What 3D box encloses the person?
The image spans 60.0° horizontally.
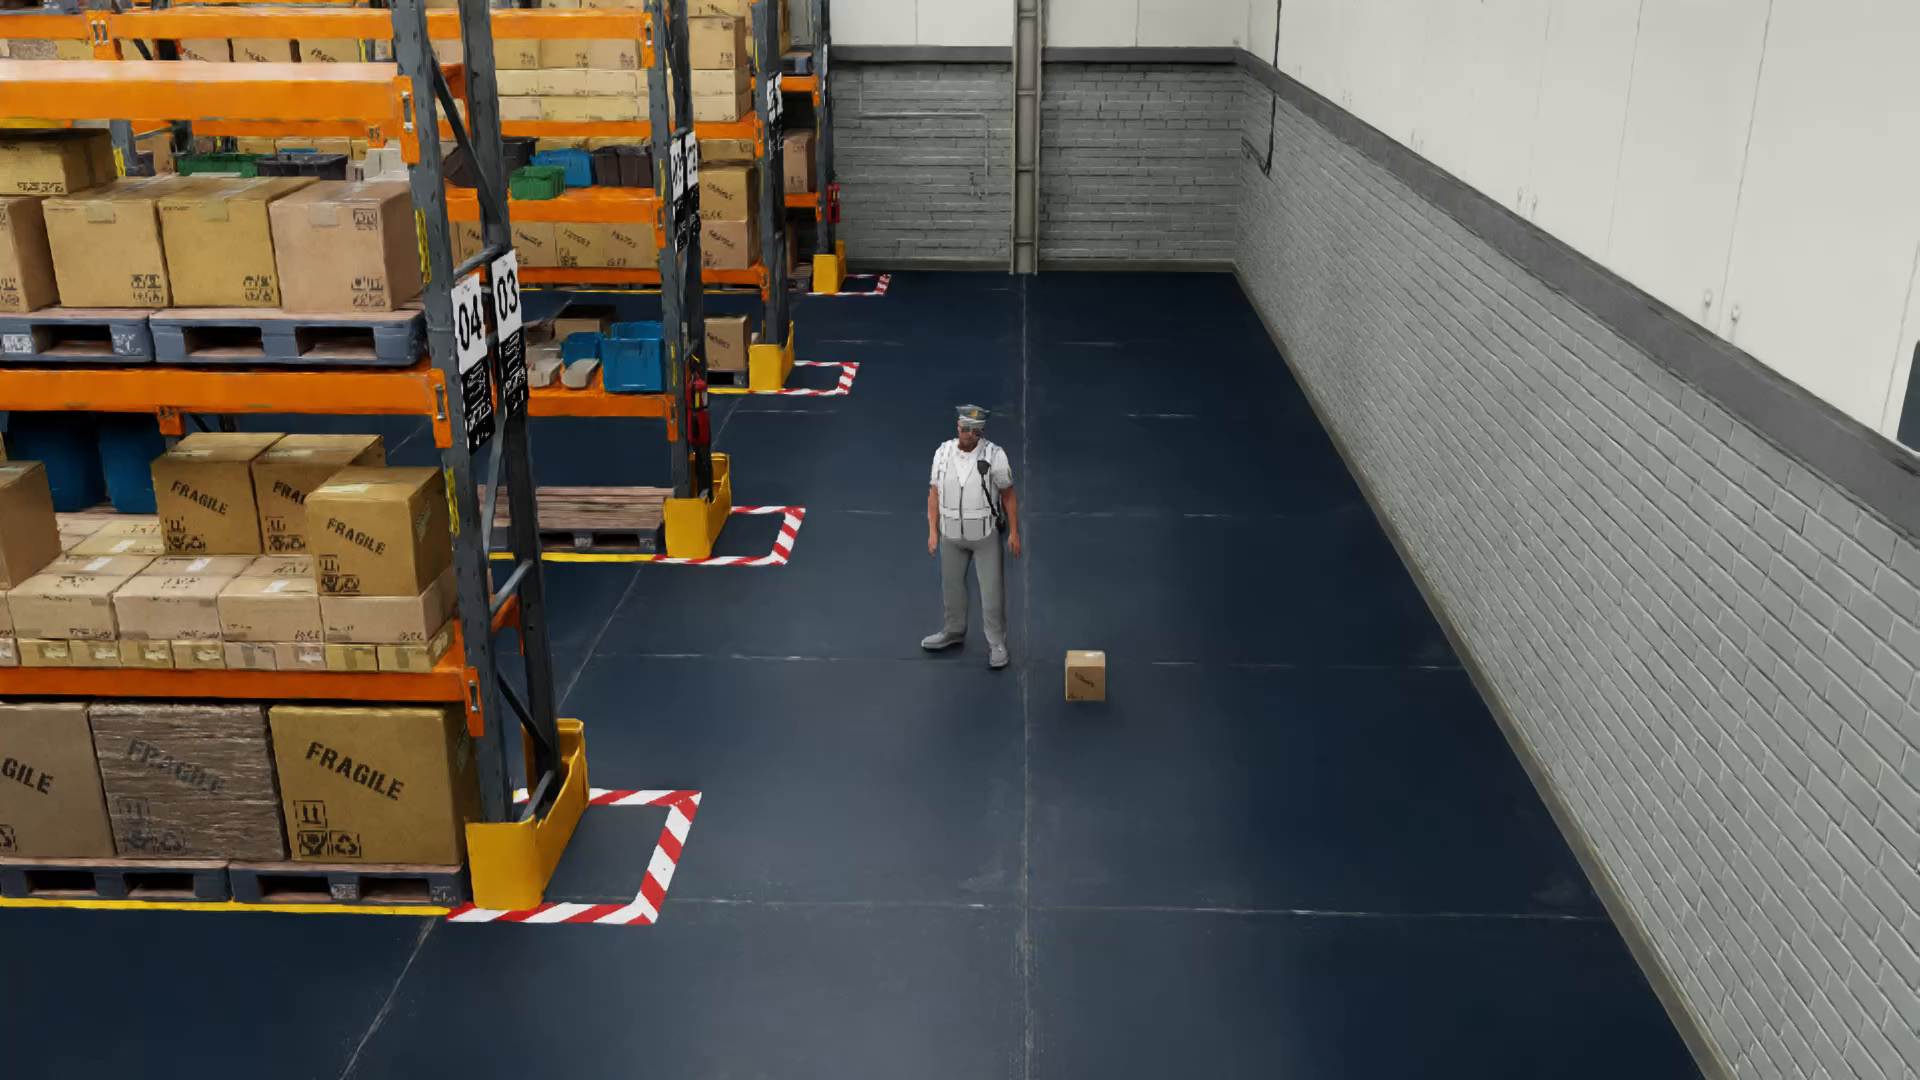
[{"bbox_3d":[0.066,-0.055,11.137,0.690,1.770,0.398,7,22,17],"label":"person"}]
